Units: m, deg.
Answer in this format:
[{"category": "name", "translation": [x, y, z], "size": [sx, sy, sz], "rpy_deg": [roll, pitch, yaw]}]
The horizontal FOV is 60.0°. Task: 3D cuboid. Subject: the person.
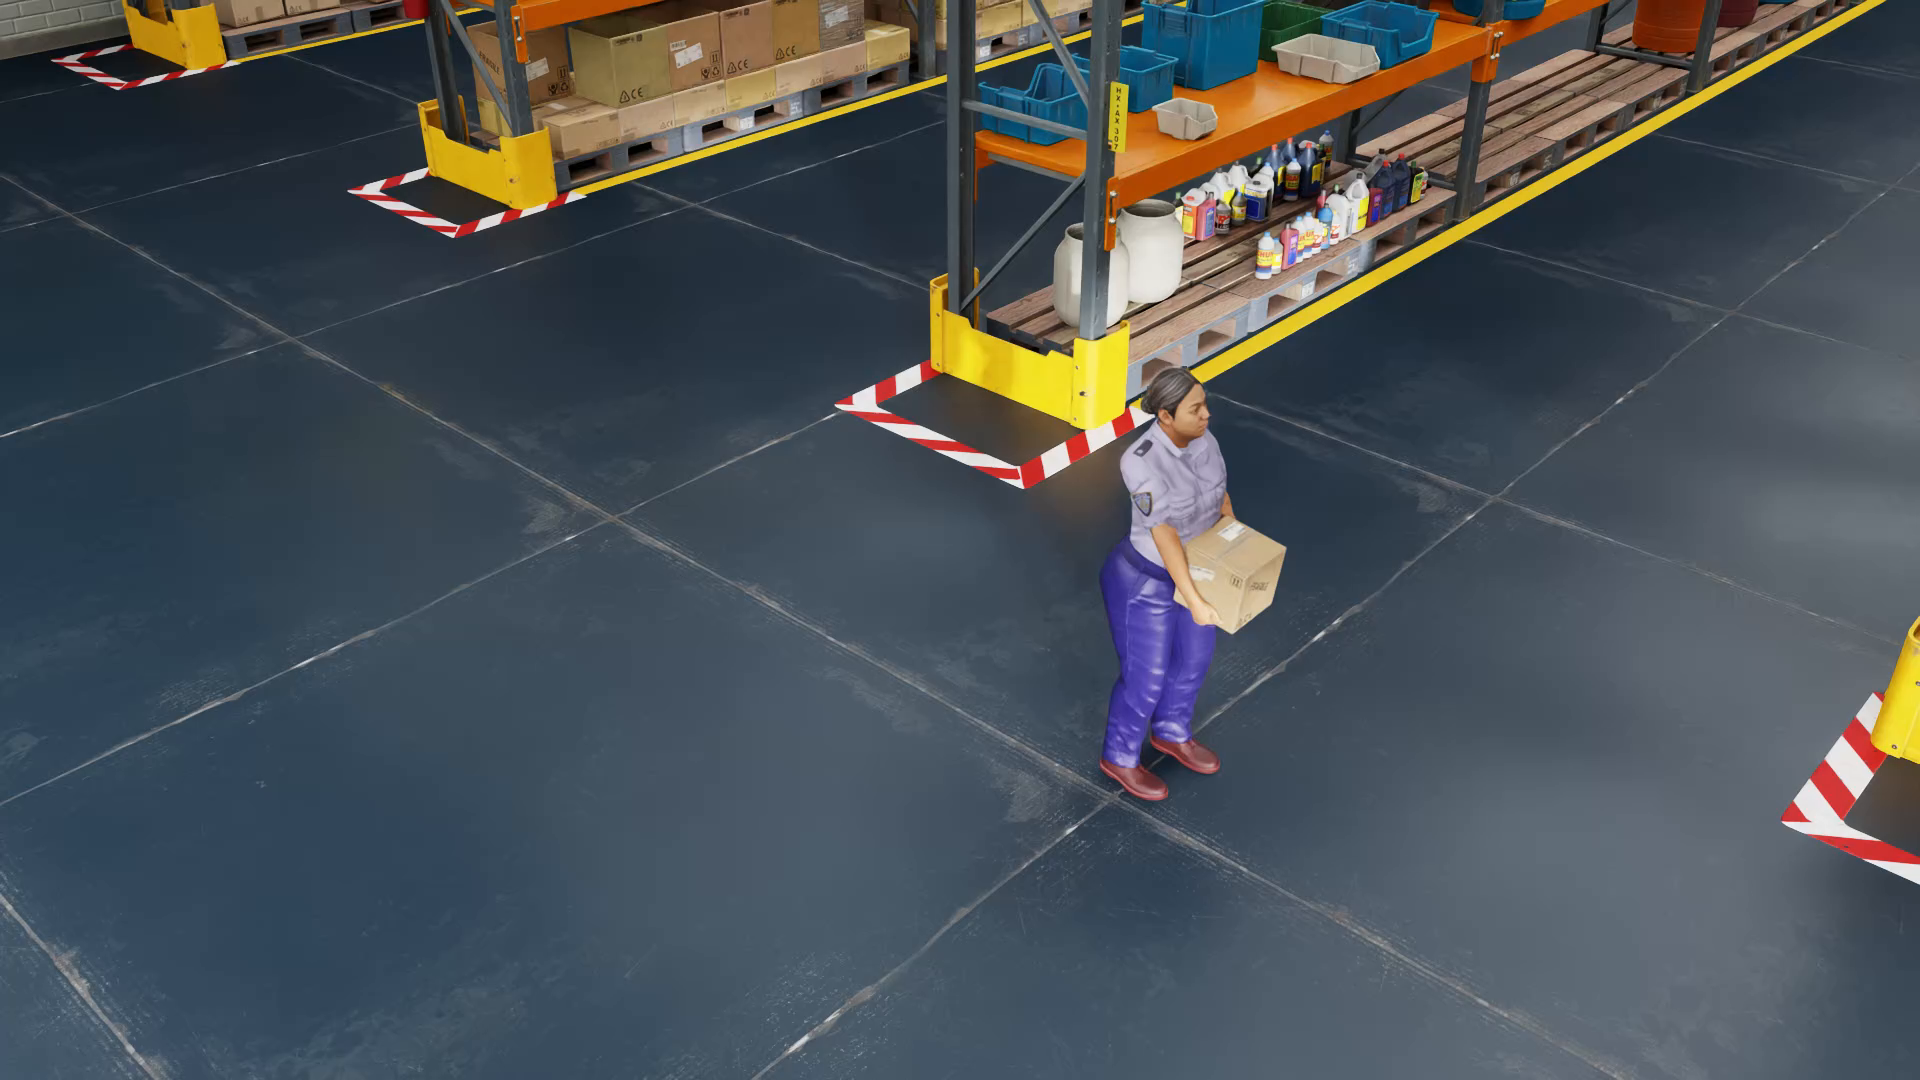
[{"category": "person", "translation": [0.786, 0.170, 5.881], "size": [0.521, 1.646, 0.435], "rpy_deg": [25, 39, 34]}]
